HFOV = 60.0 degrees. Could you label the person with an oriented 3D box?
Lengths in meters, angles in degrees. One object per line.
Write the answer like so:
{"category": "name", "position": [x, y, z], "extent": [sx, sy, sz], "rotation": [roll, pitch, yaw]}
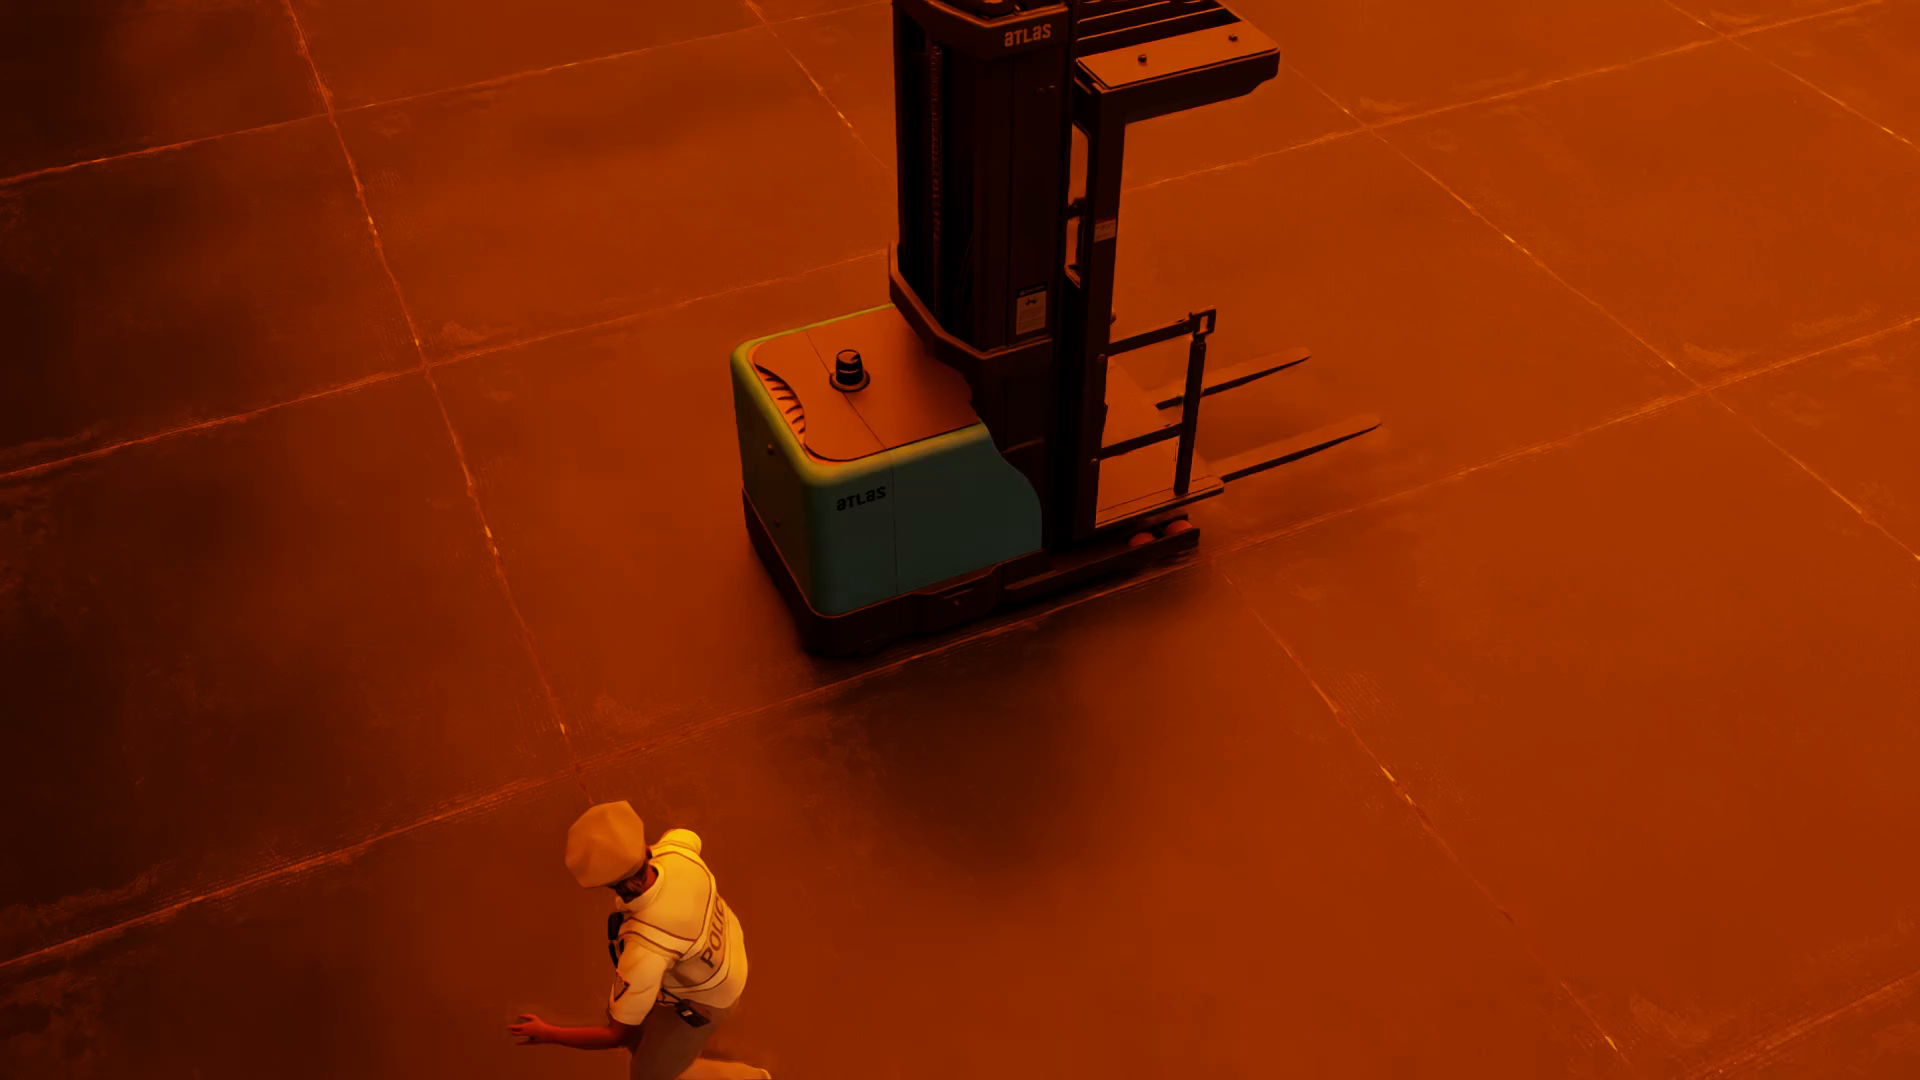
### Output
{"category": "person", "position": [-1.025, 1.360, 5.225], "extent": [0.739, 1.567, 0.760], "rotation": [-7, 43, -7]}

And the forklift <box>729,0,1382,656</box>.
{"category": "forklift", "position": [0.551, -1.253, 7.023], "extent": [3.031, 2.935, 1.130], "rotation": [-18, 46, -18]}
